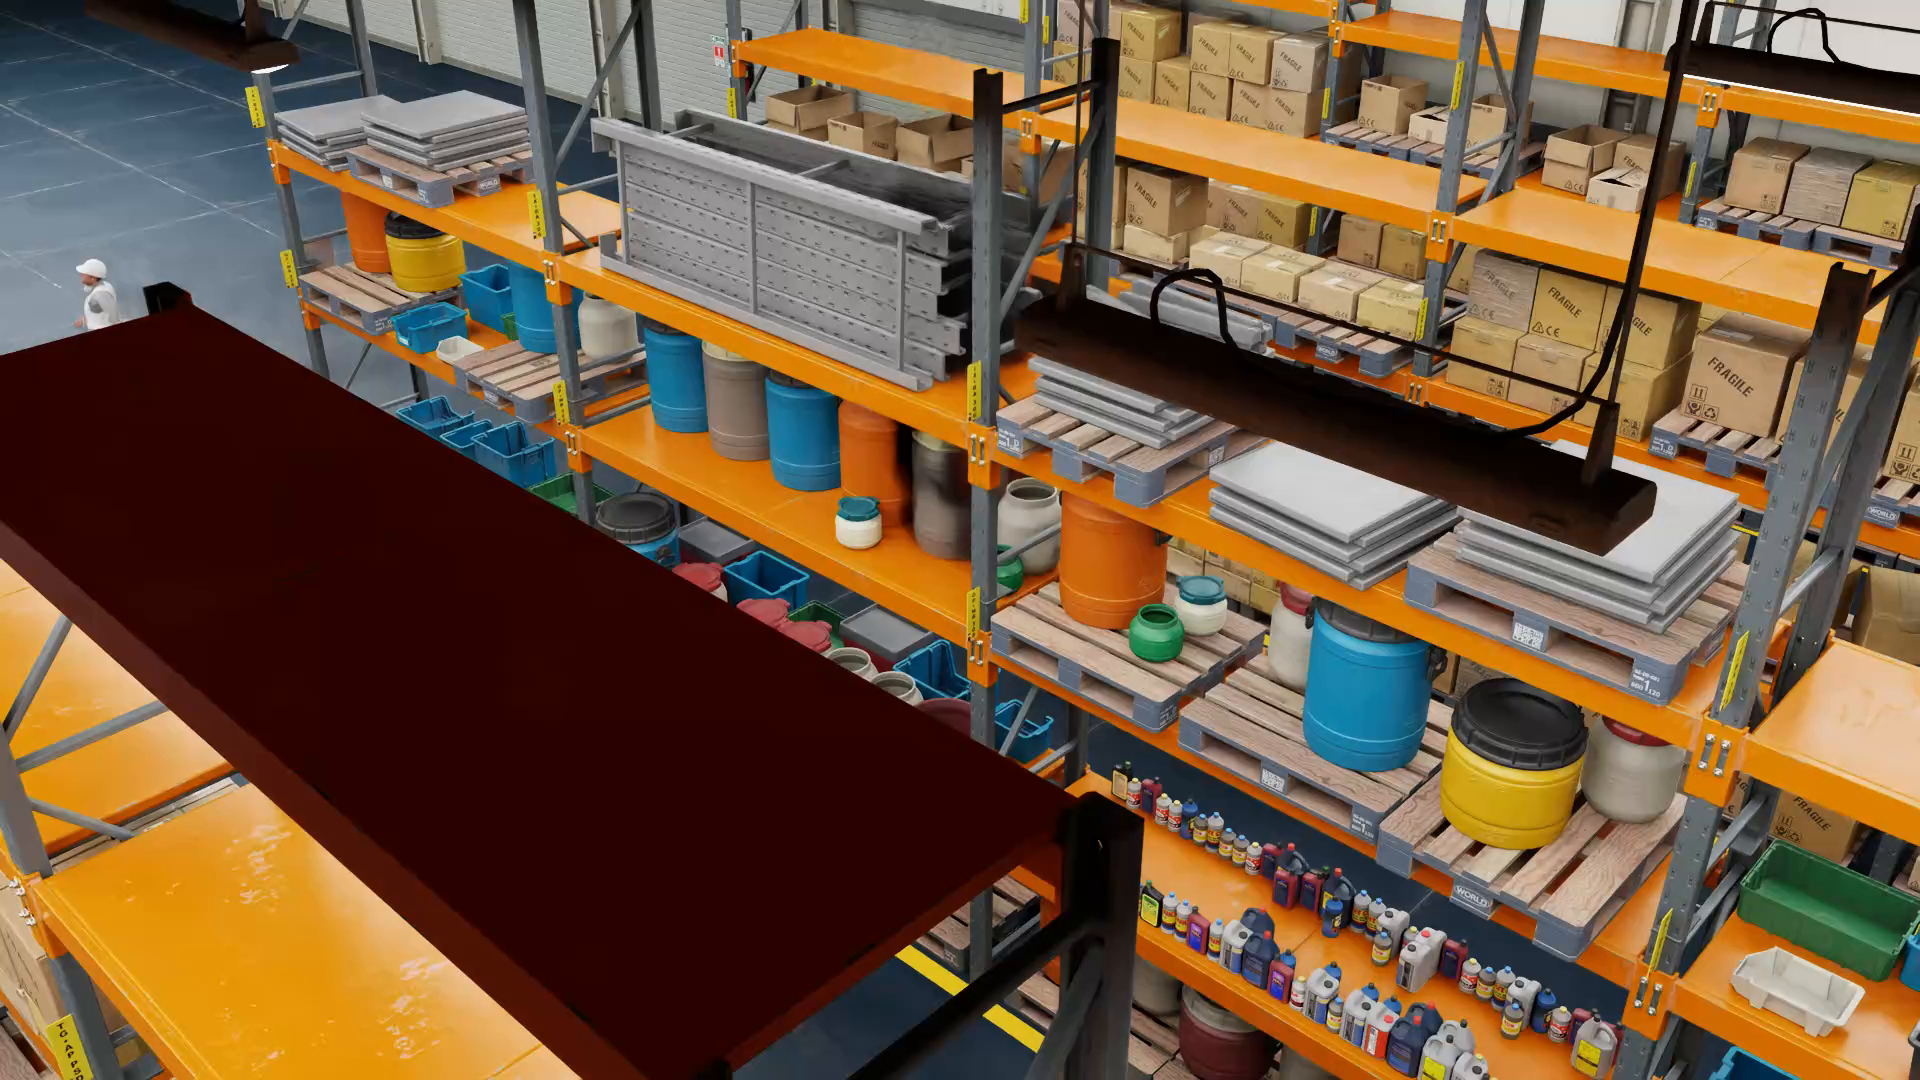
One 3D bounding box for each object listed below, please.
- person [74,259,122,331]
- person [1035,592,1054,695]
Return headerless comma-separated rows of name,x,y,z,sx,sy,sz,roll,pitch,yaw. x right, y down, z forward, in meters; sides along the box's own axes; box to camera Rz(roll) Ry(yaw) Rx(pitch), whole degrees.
person,-9.517,-2.282,18.534,0.591,1.734,0.698,-12,31,-20
person,0.690,0.482,13.169,0.625,1.681,0.585,13,32,22
